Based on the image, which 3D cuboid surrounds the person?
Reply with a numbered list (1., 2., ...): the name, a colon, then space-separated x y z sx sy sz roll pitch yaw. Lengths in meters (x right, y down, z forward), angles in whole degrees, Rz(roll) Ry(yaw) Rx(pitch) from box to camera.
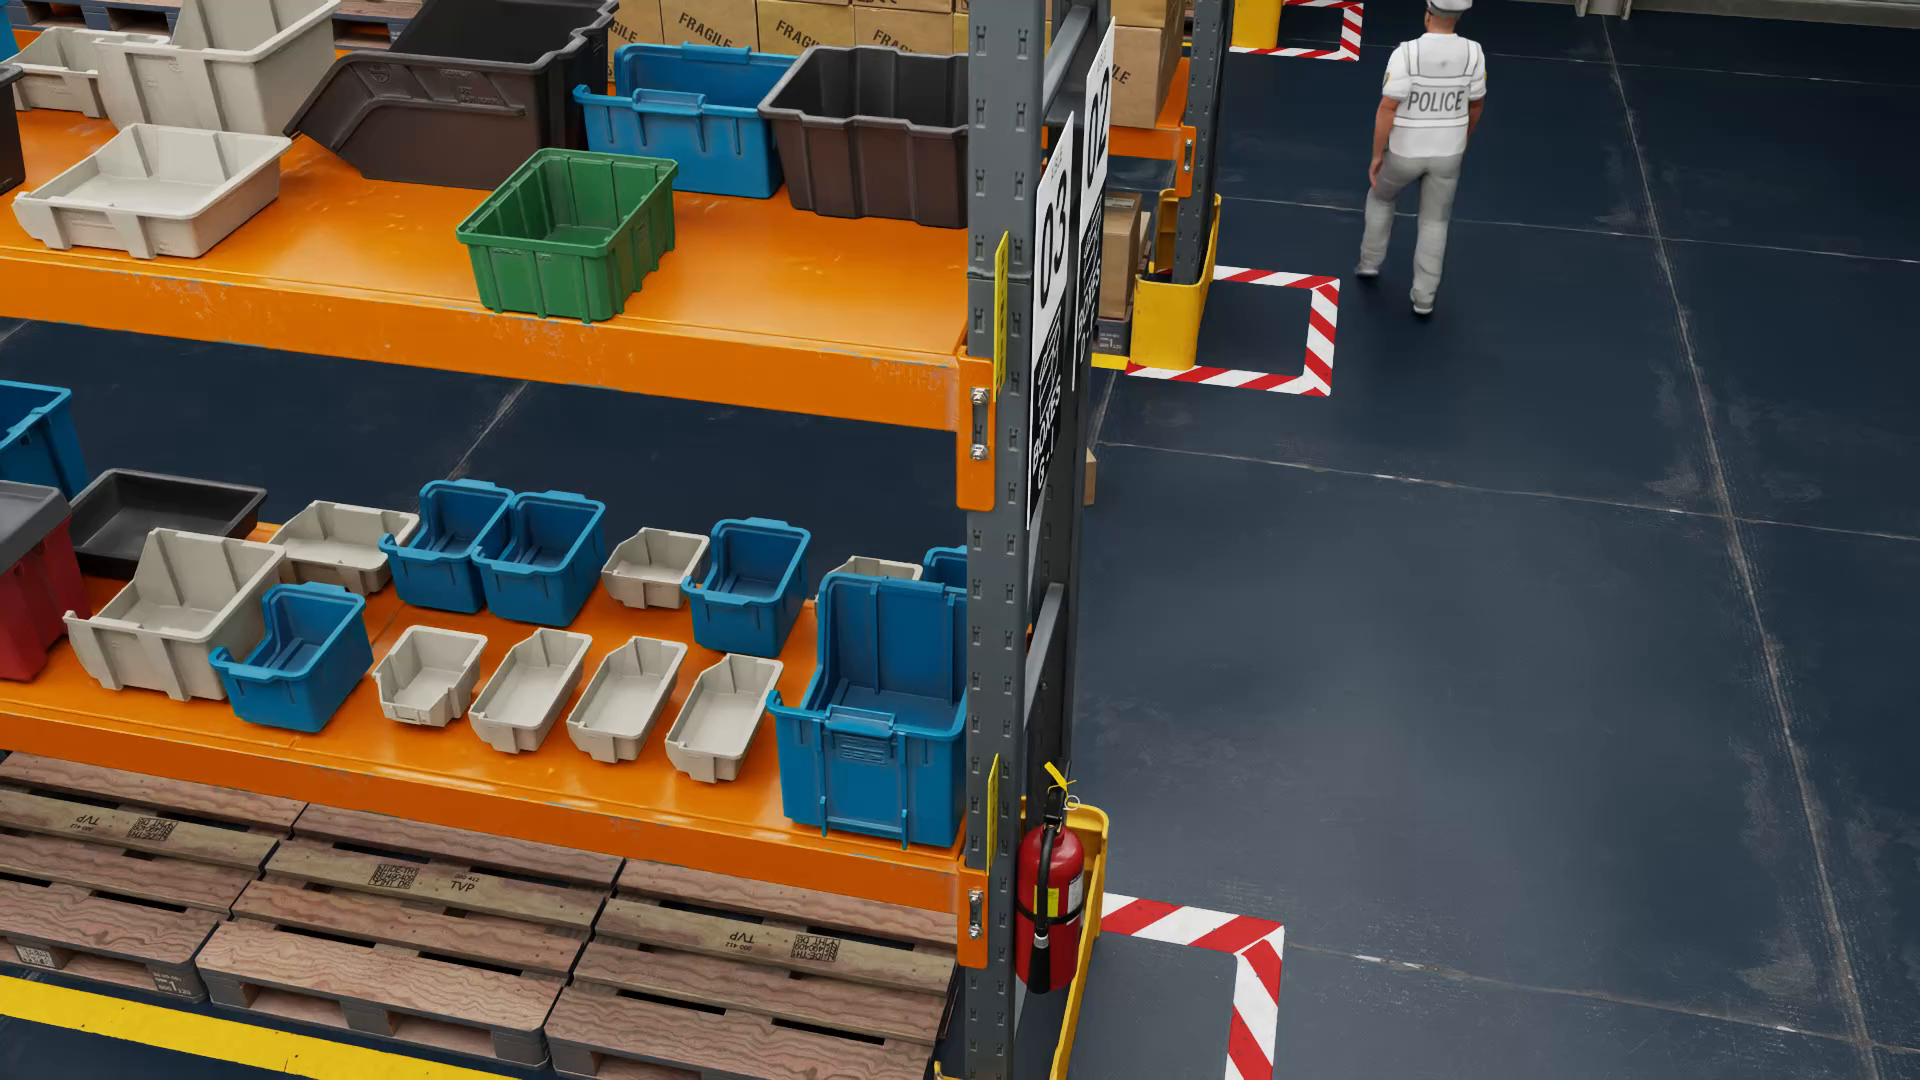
1. person: 2.500 -2.108 9.036 0.597 1.837 0.719 1 36 2
